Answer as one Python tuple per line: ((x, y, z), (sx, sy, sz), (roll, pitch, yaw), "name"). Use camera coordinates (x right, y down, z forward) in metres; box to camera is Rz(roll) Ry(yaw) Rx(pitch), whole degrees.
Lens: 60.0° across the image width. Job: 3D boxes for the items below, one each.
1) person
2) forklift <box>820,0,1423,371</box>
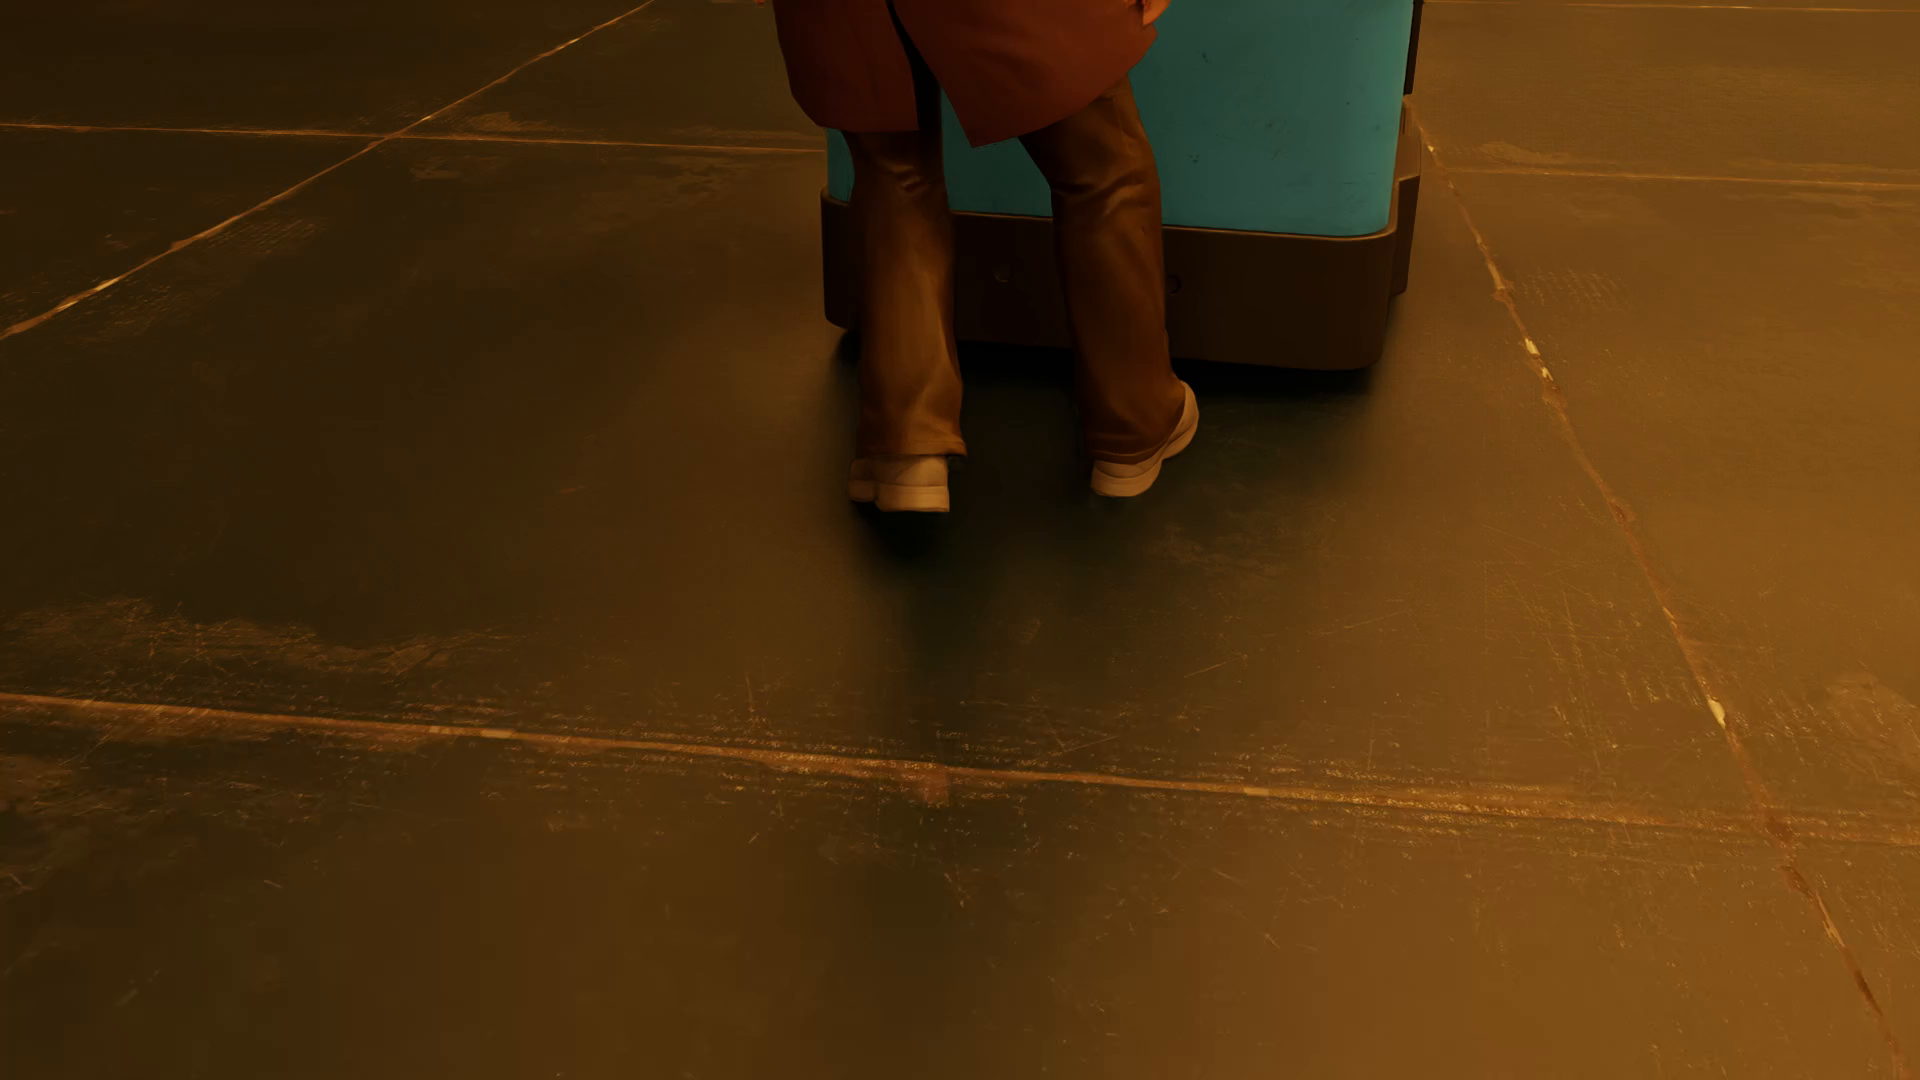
((0.009, -0.880, 2.341), (0.758, 1.735, 0.693), (8, 28, 16), "person")
((0.596, -2.246, 3.720), (1.130, 2.935, 3.031), (6, 27, 13), "forklift")
